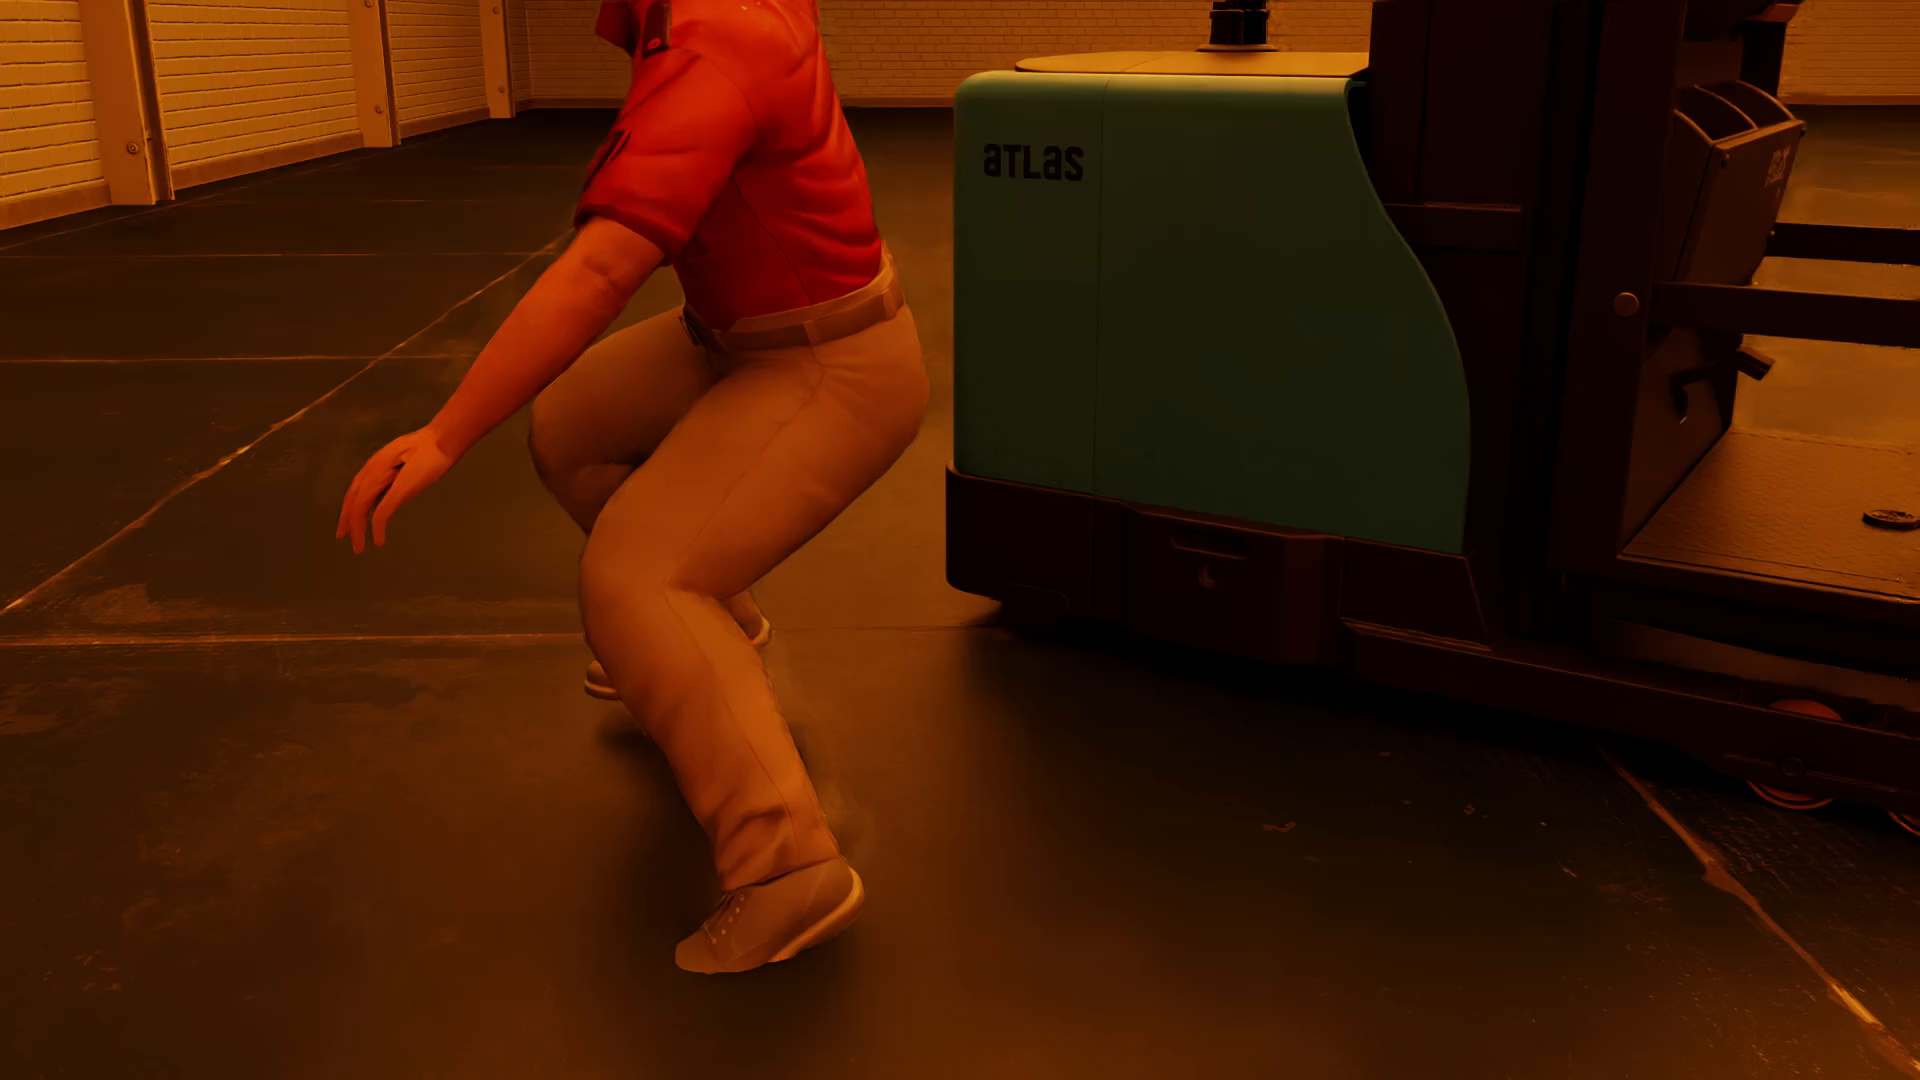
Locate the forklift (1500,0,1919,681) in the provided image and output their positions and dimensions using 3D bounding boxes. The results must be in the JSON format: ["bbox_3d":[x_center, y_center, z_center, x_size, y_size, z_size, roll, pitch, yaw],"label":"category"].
[{"bbox_3d":[1.555,-1.093,2.588,2.884,2.867,1.101,11,20,31],"label":"forklift"}]
